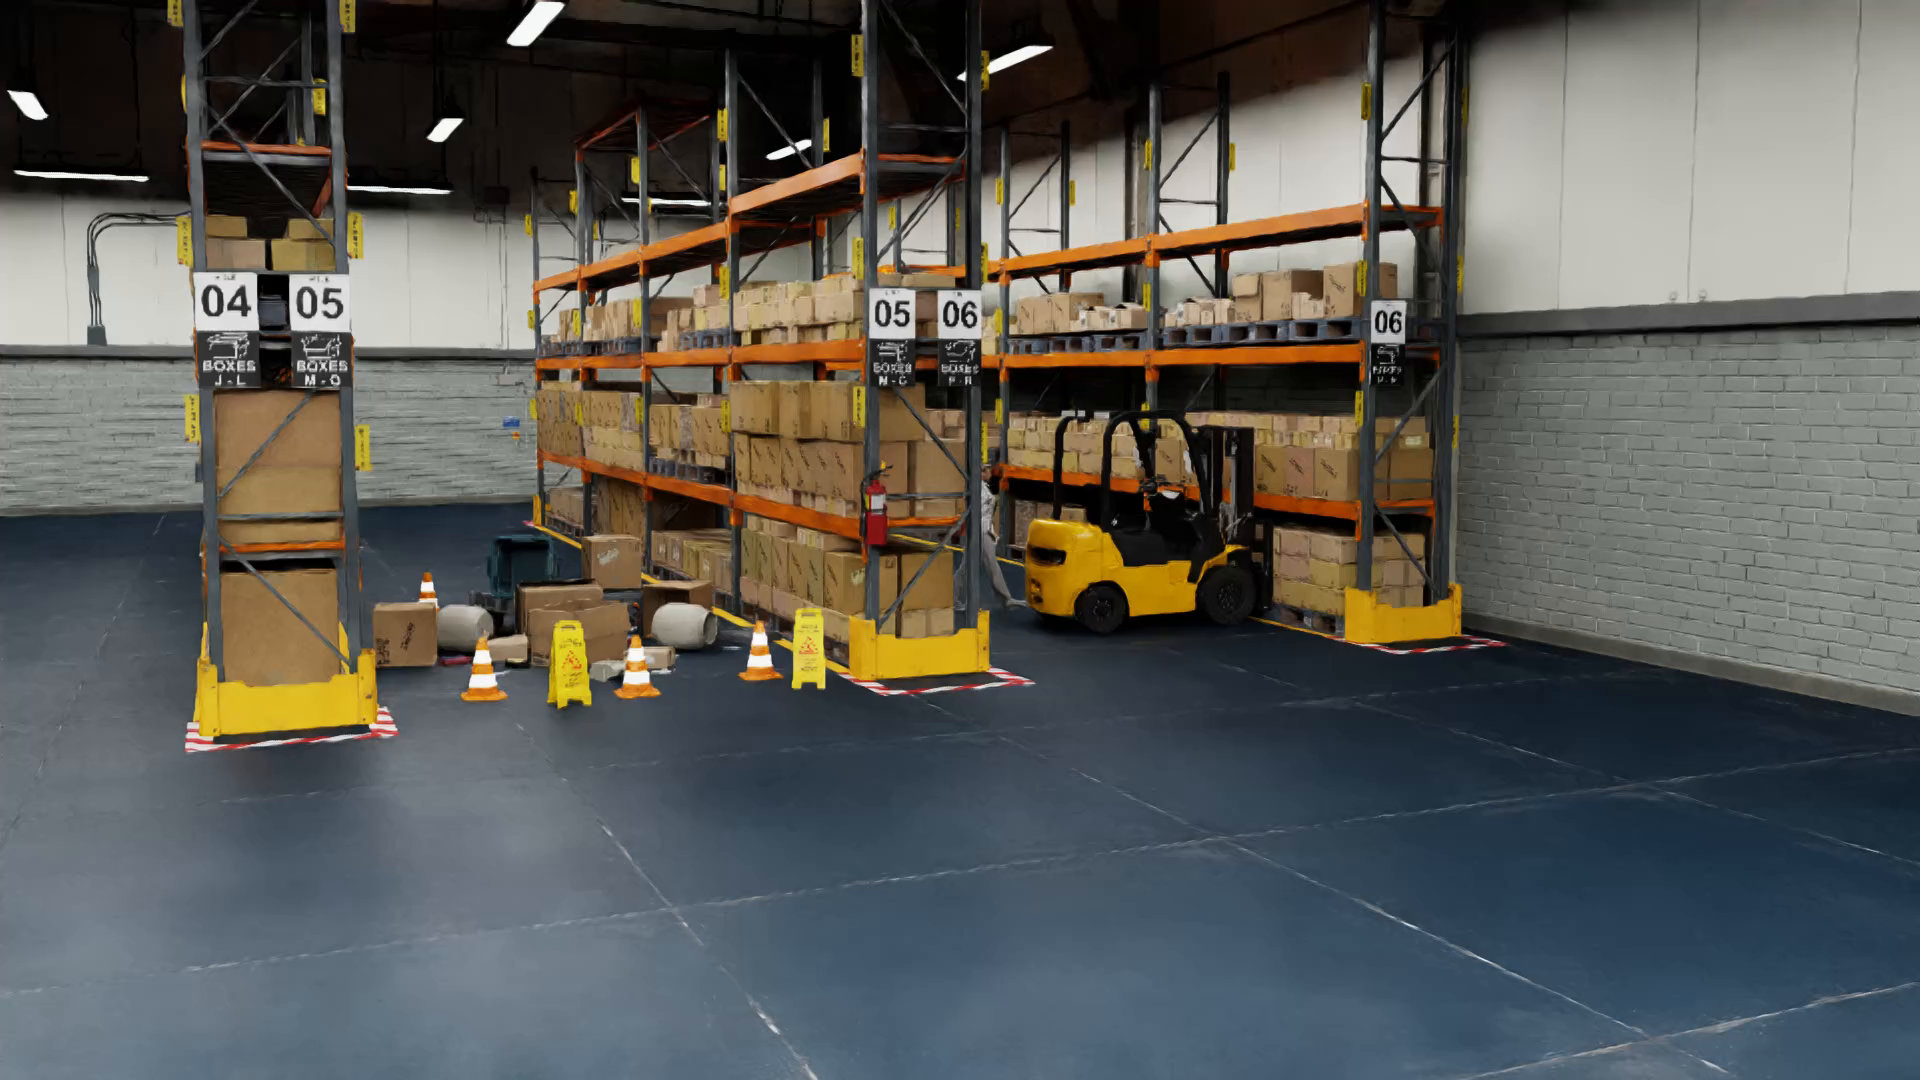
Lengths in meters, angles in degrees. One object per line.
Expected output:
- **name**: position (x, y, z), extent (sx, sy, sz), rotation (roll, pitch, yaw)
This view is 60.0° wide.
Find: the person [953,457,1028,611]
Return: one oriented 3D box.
- **person**: position (0.290, -0.062, 17.650), extent (0.904, 1.637, 0.519), rotation (0, 5, -1)
